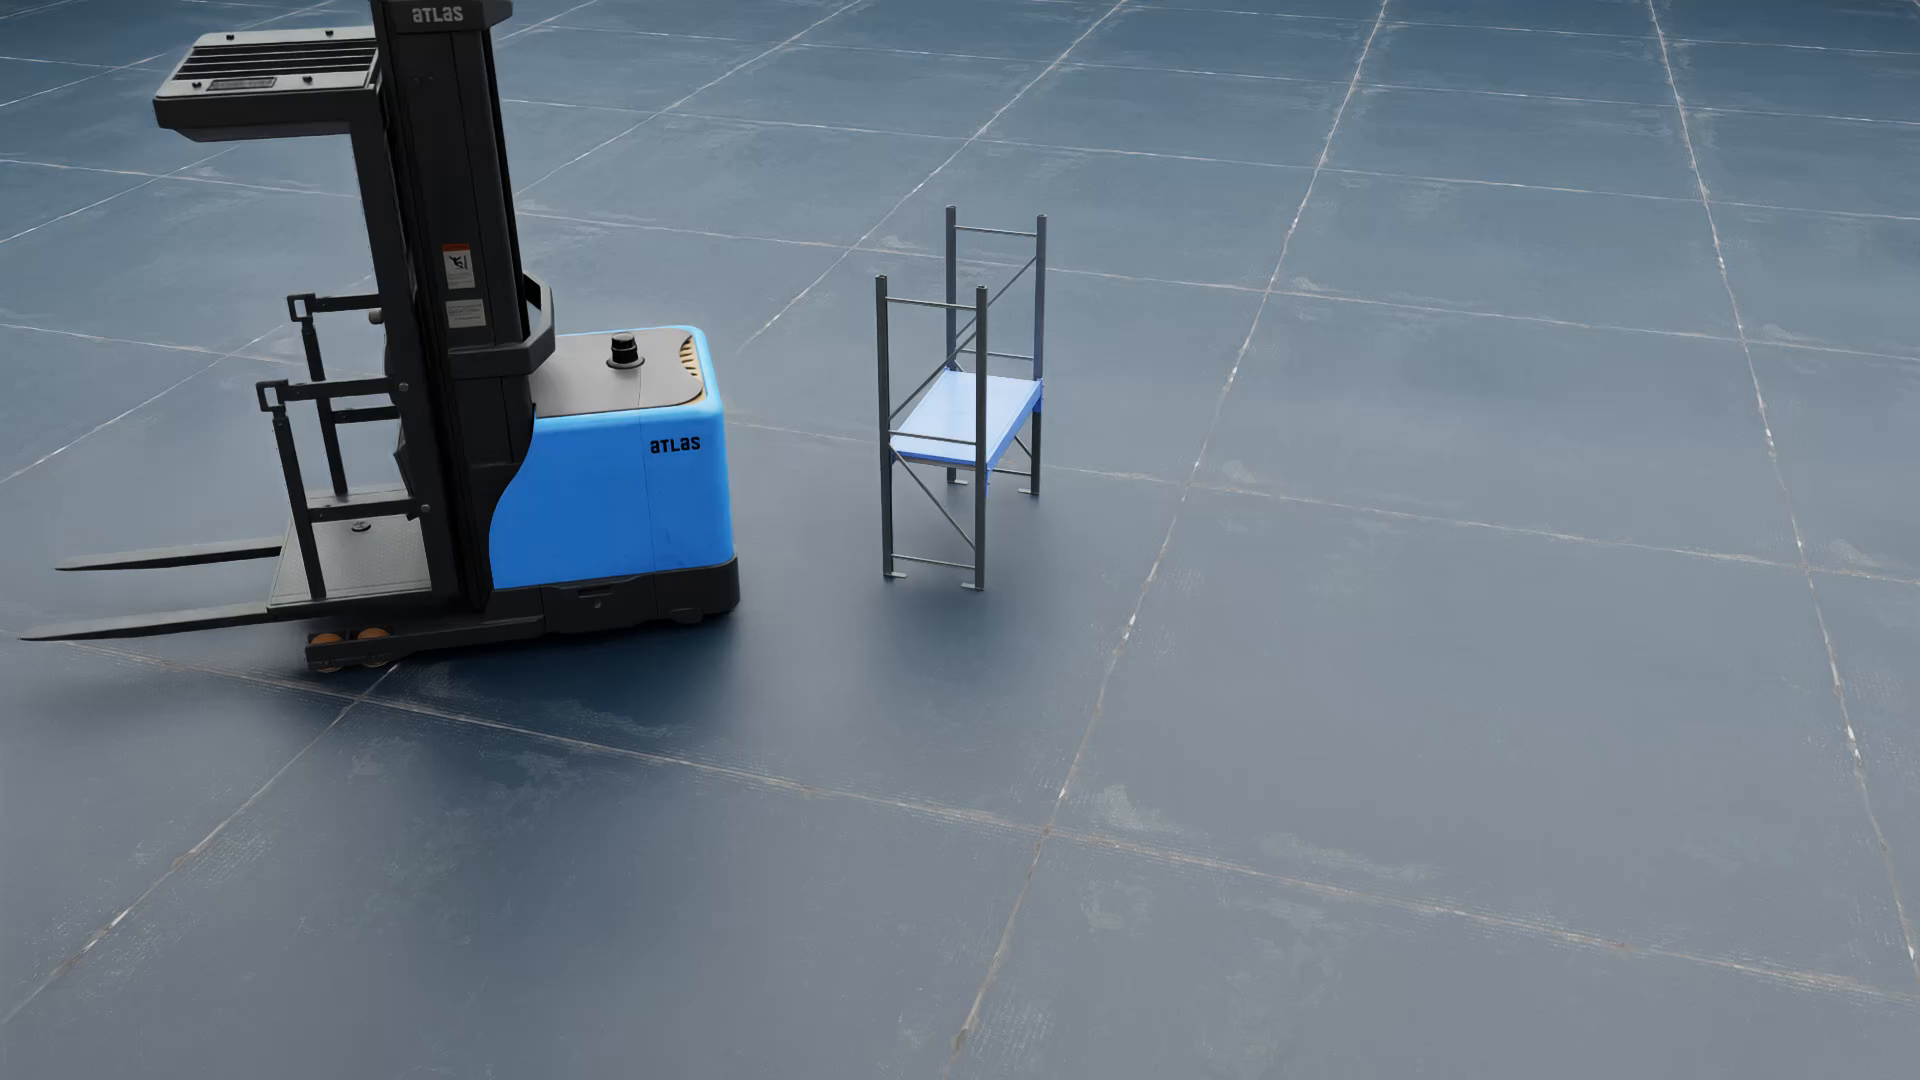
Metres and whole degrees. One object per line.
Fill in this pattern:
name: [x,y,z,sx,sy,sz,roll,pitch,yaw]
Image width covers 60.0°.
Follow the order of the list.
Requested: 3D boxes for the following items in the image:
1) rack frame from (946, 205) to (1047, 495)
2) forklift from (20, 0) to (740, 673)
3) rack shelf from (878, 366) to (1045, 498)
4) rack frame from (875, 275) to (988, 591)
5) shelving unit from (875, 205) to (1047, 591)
rack frame: [0.174,-0.931,8.381,0.500,1.500,0.032,8,30,15]
forklift: [-2.578,-0.988,7.011,3.031,2.935,1.130,-6,30,-11]
rack shelf: [0.025,-0.538,8.044,0.538,0.185,1.000,8,30,15]
rack frame: [-0.124,-0.459,7.532,0.500,1.500,0.032,8,30,15]
shelving unit: [0.025,-0.695,7.957,0.538,1.500,1.048,8,30,15]
